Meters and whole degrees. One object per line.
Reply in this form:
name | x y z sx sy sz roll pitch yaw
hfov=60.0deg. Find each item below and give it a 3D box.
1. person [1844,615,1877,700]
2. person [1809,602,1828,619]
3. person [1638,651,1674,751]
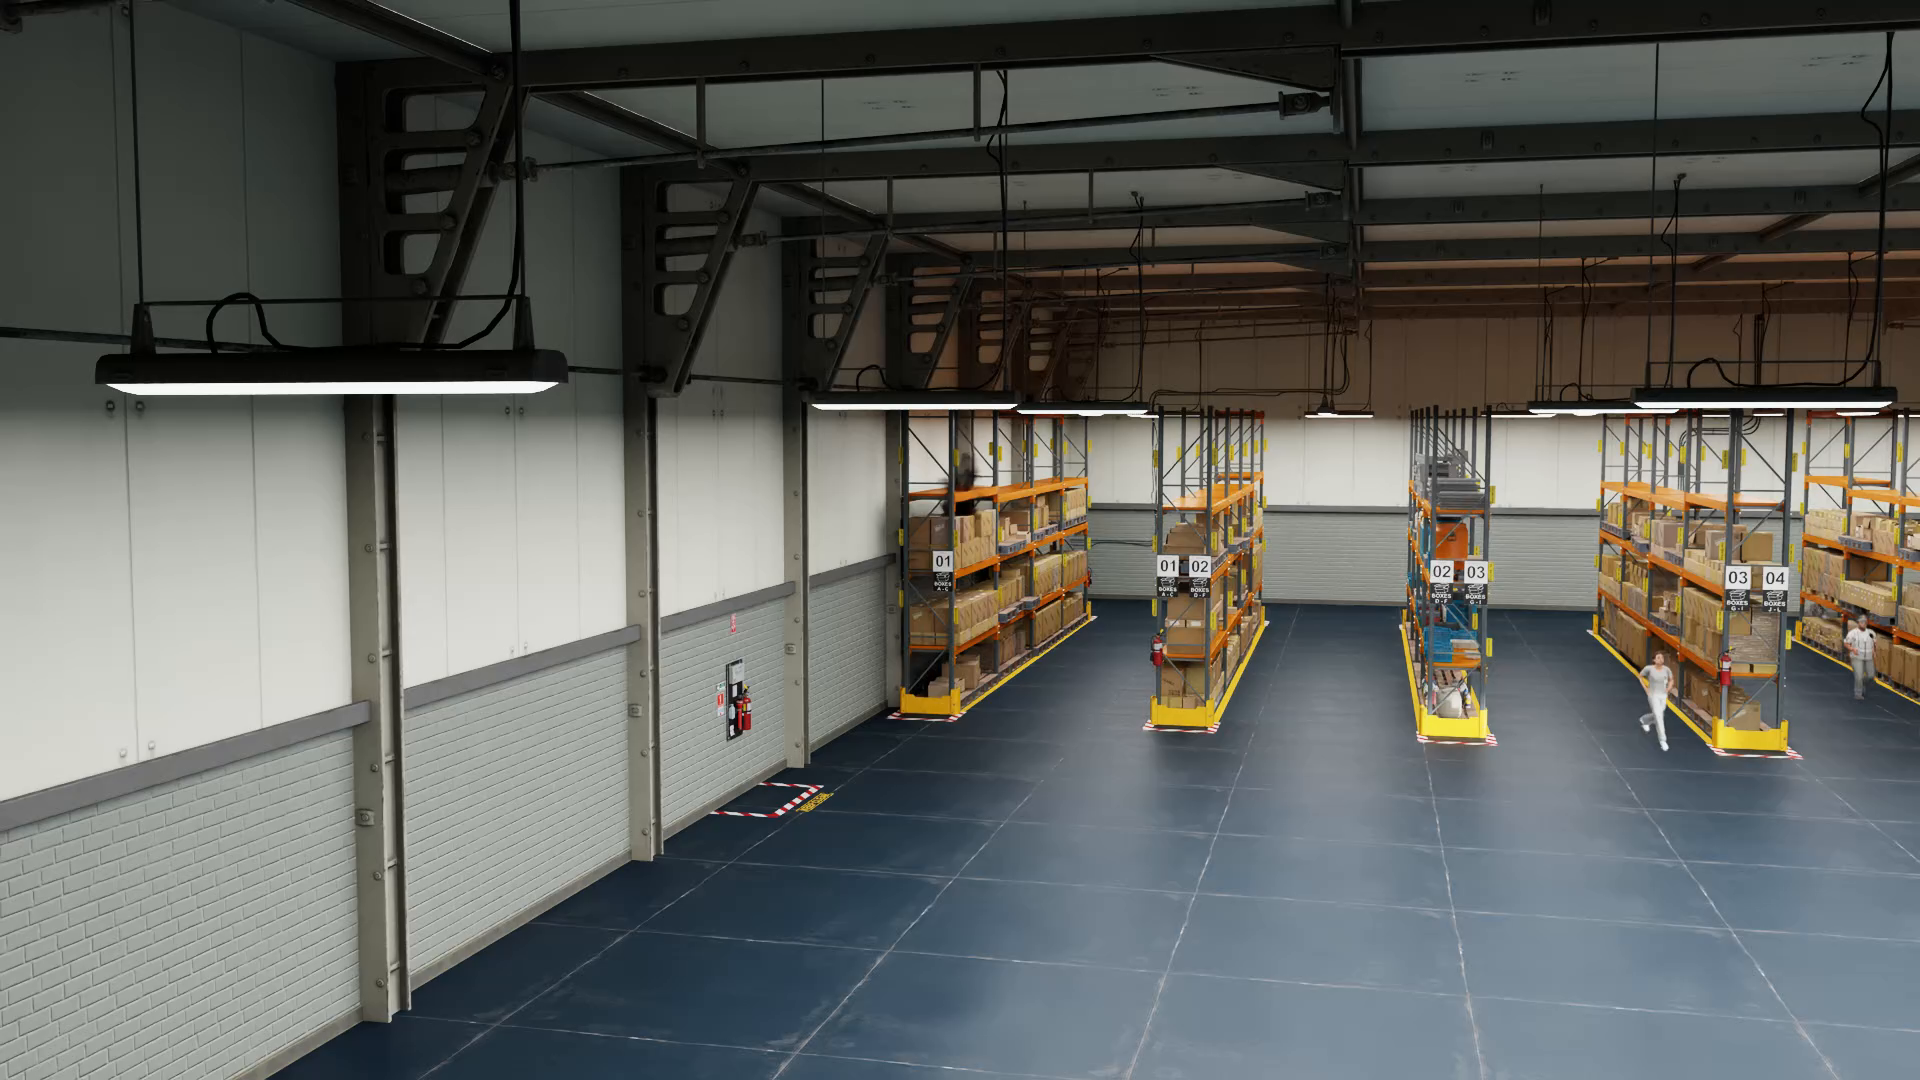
person | 18.520 2.406 34.146 0.659 1.726 0.622 1 4 9
person | 22.918 1.638 44.422 0.917 1.770 0.712 4 6 43
person | 12.322 2.793 29.401 0.536 1.672 1.124 0 4 -6
